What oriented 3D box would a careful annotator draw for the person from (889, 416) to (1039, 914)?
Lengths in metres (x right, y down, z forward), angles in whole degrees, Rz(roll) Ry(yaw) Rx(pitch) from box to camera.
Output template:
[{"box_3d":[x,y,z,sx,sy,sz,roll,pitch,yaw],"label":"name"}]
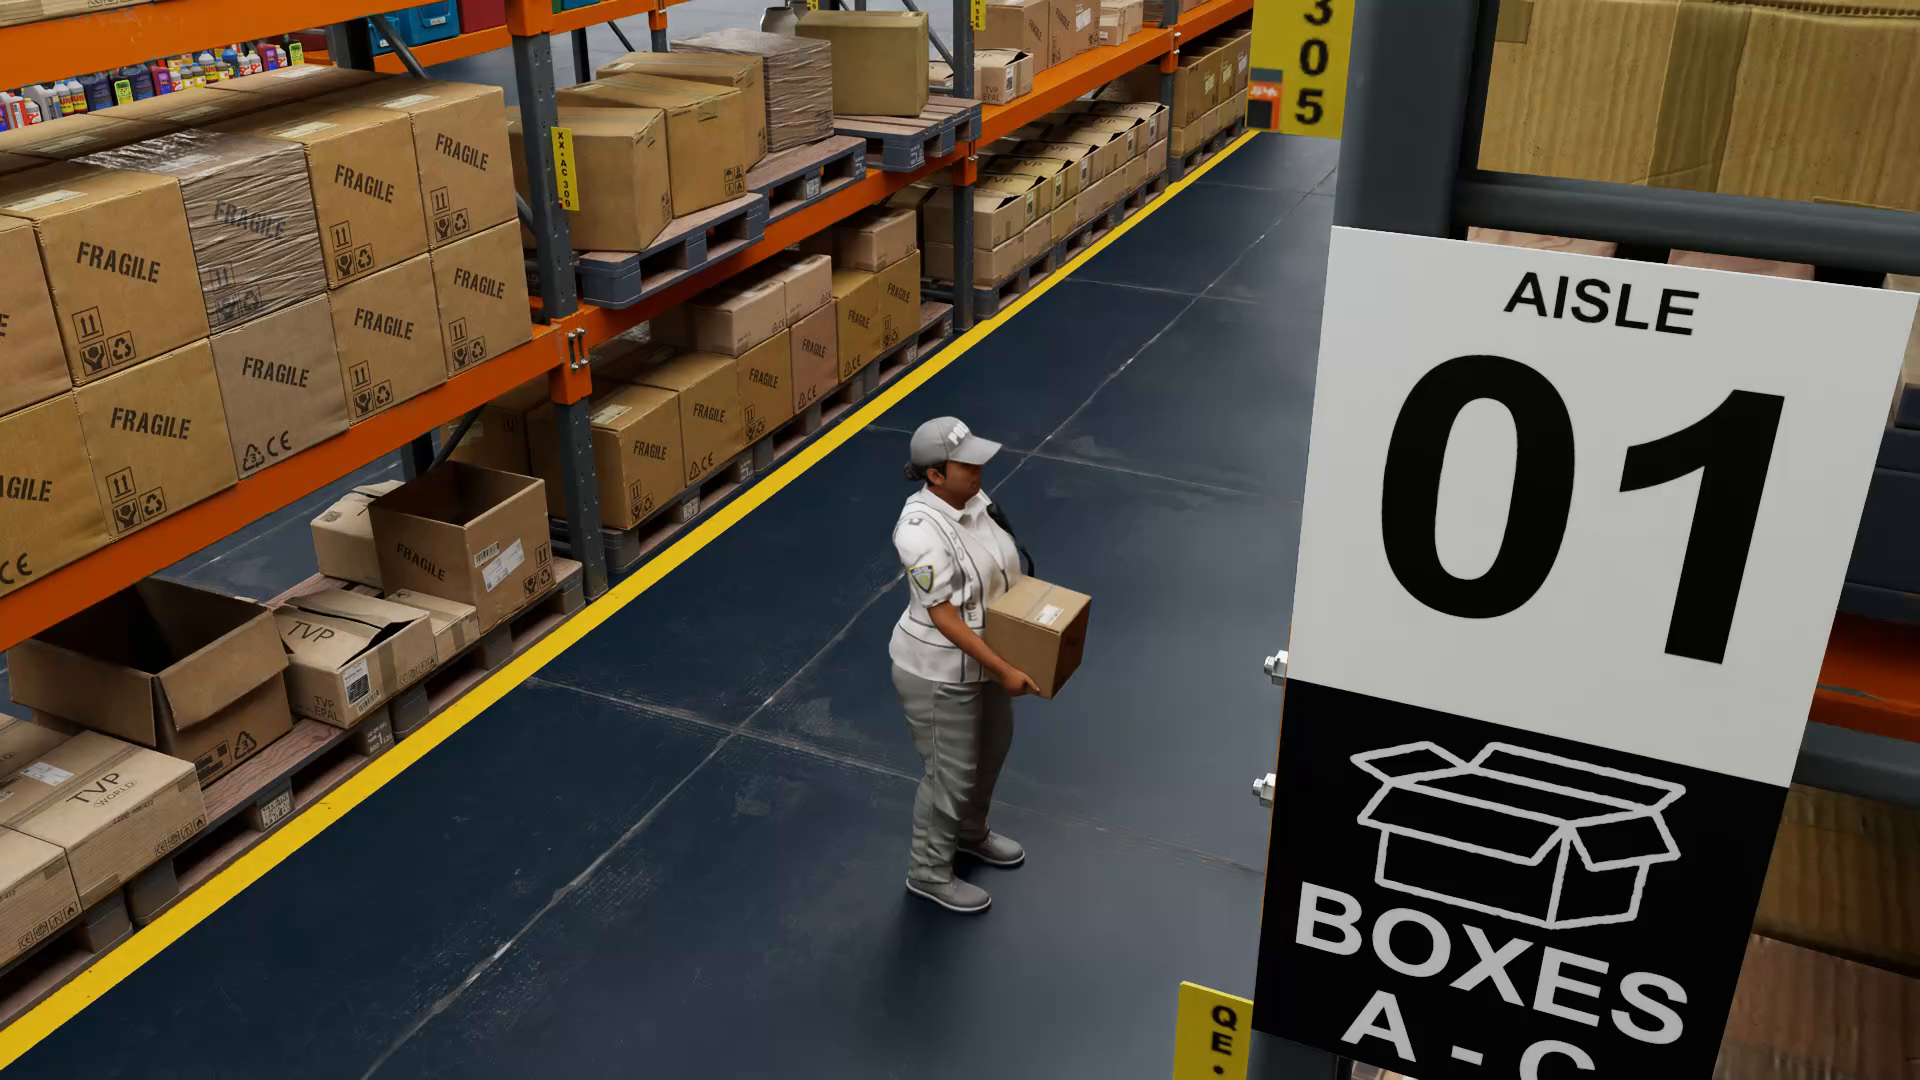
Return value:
[{"box_3d":[0.060,0.407,5.300,0.535,1.654,0.452,12,29,23],"label":"person"}]
